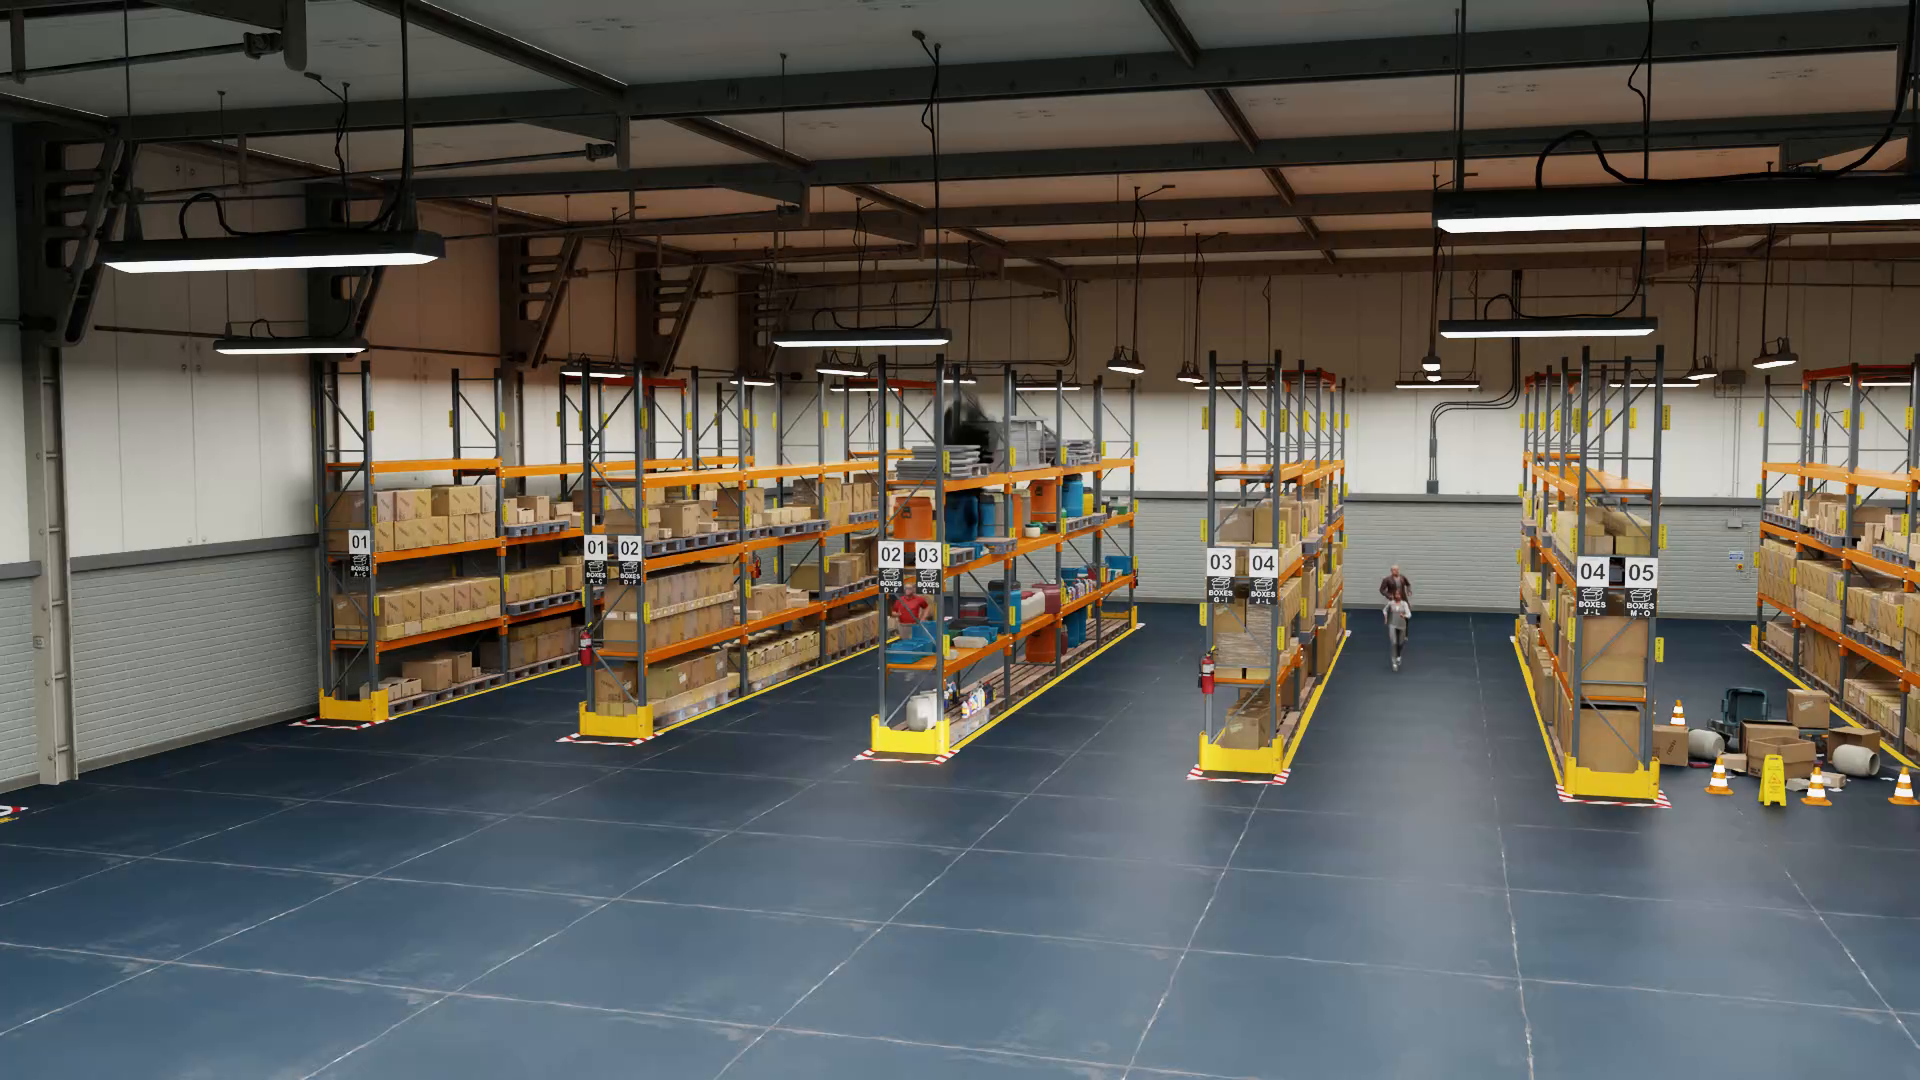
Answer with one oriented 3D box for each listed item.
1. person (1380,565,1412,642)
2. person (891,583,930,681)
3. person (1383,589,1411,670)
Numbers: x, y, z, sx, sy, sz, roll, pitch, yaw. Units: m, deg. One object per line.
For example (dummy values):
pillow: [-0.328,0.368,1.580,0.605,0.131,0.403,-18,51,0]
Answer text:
person: [9.988,1.437,38.119,0.749,1.733,0.731,0,4,-7]
person: [-0.936,1.680,30.333,0.658,1.790,0.893,1,4,13]
person: [8.815,1.785,33.548,0.531,1.594,0.883,1,4,10]
